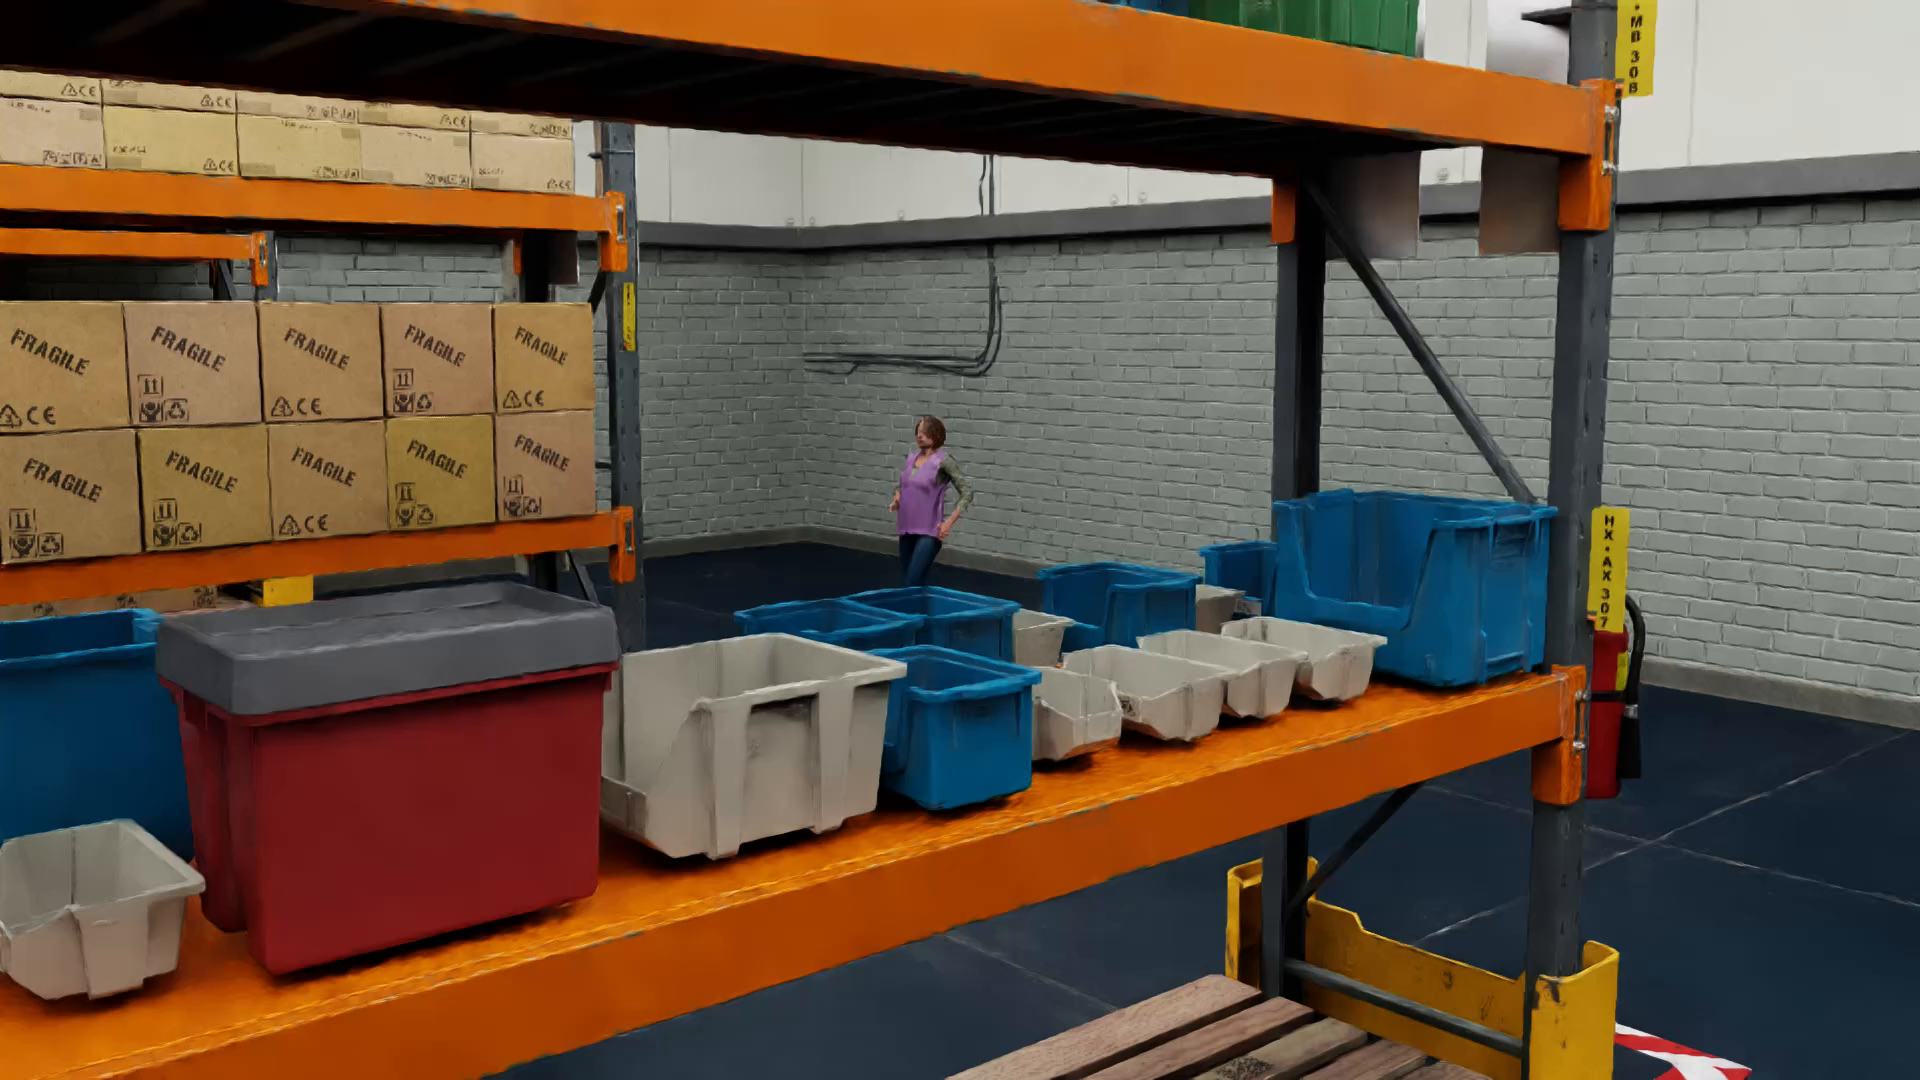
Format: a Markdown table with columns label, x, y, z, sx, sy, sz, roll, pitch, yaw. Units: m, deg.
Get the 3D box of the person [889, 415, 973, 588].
| label | x | y | z | sx | sy | sz | roll | pitch | yaw |
| --- | --- | --- | --- | --- | --- | --- | --- | --- | --- |
| person | -0.307 | -0.019 | 10.876 | 0.586 | 1.581 | 0.704 | 7 | 10 | 42 |
